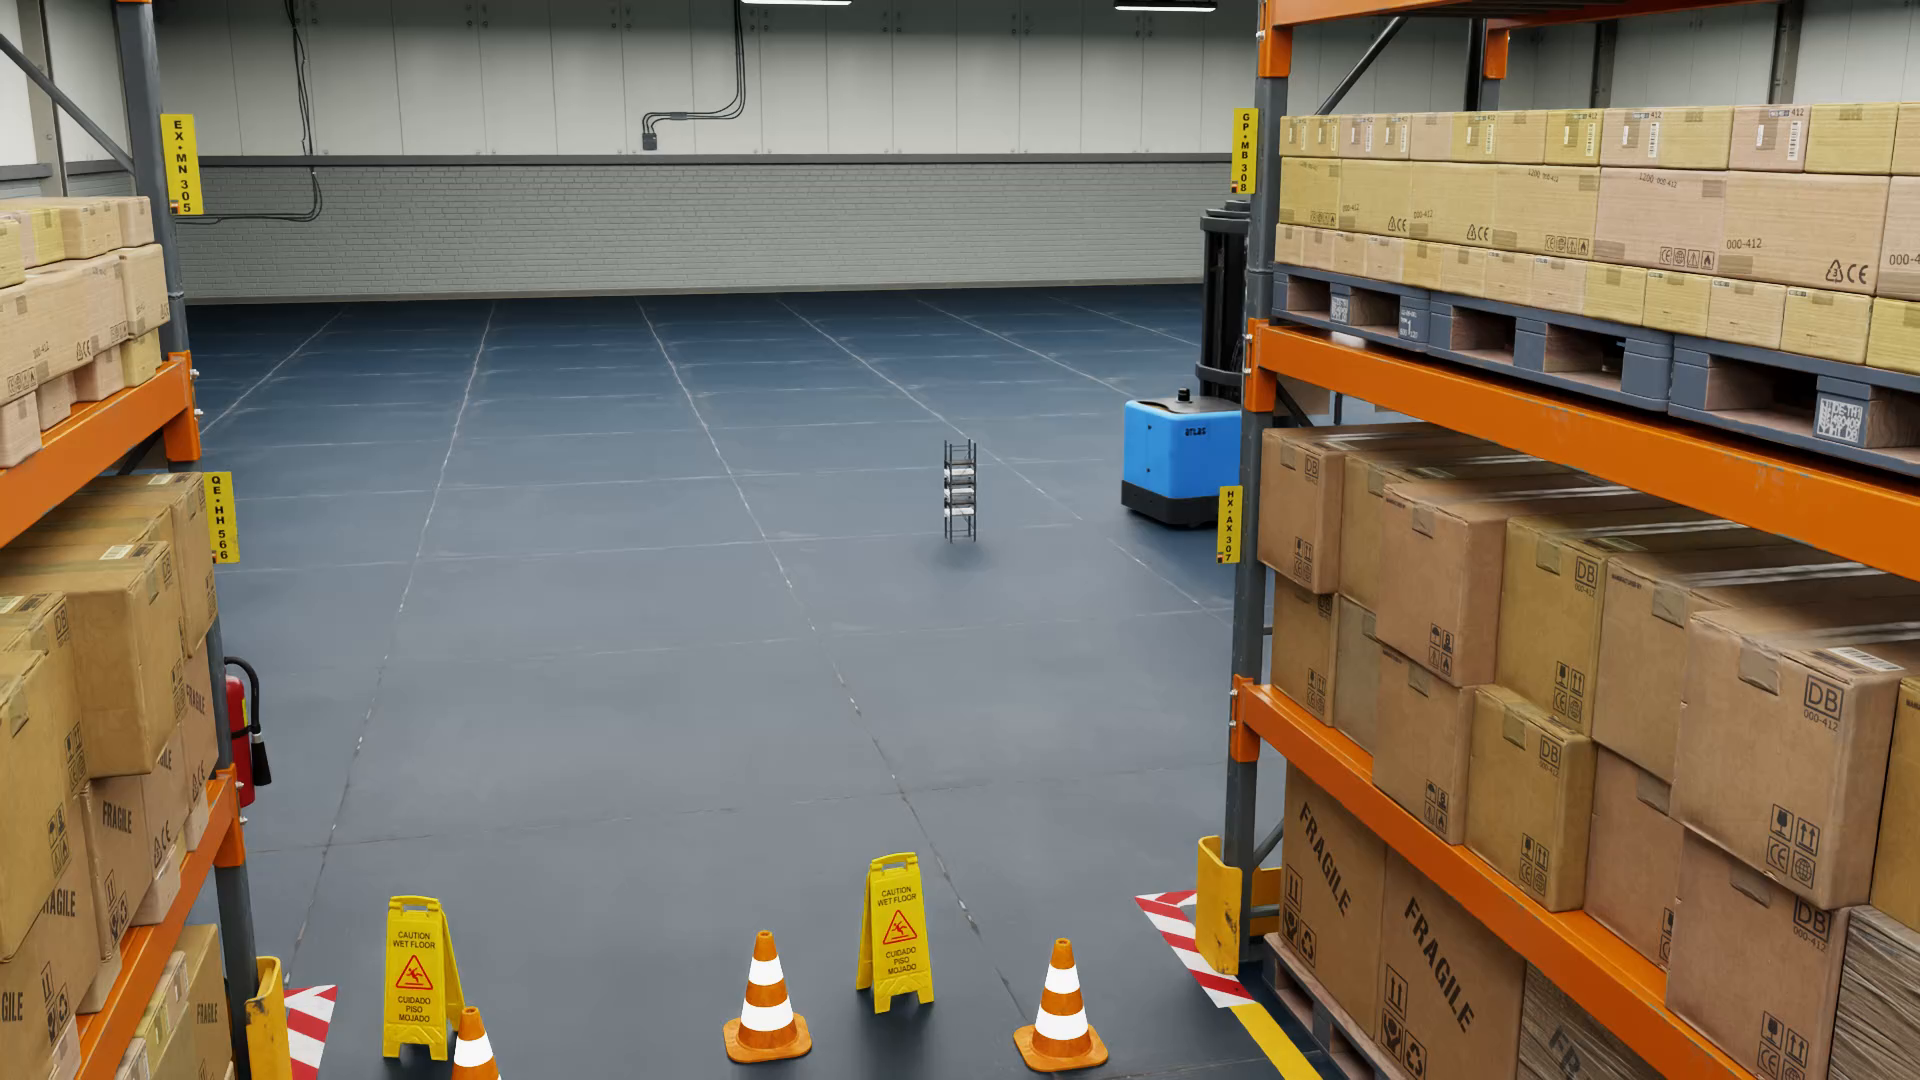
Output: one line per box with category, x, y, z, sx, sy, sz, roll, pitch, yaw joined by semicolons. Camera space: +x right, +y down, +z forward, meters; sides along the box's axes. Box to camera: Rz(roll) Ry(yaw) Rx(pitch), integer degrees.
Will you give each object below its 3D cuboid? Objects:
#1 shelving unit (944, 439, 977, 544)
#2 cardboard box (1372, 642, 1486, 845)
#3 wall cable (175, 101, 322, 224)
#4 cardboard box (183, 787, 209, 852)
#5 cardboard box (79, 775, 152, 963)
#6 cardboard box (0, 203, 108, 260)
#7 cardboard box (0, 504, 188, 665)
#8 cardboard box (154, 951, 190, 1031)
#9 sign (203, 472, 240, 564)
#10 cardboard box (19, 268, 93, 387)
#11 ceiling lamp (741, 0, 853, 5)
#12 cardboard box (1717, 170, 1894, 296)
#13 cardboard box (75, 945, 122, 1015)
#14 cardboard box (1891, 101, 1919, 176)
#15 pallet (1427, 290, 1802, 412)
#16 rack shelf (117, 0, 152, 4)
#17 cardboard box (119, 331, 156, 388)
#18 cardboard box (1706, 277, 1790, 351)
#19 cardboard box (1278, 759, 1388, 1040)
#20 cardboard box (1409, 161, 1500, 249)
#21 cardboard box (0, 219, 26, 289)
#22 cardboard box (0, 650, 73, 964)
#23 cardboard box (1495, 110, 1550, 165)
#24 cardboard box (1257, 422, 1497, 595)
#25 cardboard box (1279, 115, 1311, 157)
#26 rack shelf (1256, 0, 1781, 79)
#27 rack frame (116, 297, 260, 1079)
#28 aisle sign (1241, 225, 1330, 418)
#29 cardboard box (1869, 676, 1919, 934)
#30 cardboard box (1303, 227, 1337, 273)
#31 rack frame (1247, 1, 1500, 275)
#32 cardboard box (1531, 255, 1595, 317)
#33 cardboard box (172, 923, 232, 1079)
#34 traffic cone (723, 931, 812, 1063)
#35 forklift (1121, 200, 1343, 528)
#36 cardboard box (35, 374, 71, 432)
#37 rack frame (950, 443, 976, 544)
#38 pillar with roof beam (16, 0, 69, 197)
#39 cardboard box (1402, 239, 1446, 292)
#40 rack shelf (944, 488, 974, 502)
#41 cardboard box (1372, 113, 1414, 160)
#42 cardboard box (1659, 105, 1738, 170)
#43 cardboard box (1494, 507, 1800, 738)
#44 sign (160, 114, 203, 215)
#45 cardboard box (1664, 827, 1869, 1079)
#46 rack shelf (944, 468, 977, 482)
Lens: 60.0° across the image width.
shelving unit;0.002;-0.435;14.813;0.258;0.900;0.210;-3;14;-13
cardboard box;1.947;0.638;5.679;0.875;0.550;0.550;-3;14;-13
wall cable;-15.120;-7.926;34.953;3.097;2.526;0.112;-3;14;-13
cardboard box;-2.669;0.914;5.395;0.380;0.149;0.250;-3;14;-14
cardboard box;-2.509;0.813;4.440;0.500;0.500;0.500;-3;14;-13
cardboard box;-2.664;-0.876;4.722;0.380;0.149;0.250;-3;14;-14
cardboard box;-2.688;0.209;4.806;0.700;0.500;0.500;-3;14;-13
cardboard box;-2.539;1.369;4.966;0.380;0.149;0.250;-3;14;-12
sign;-2.587;-0.077;5.817;0.100;0.325;0.005;-3;14;-13
cardboard box;-2.506;-0.525;4.125;0.500;0.250;0.500;-3;14;-12
ceiling lamp;-3.006;-11.302;29.929;2.000;3.185;0.800;-3;14;-13
cardboard box;2.112;-0.709;3.780;0.500;0.250;0.500;-3;14;-13
cardboard box;-2.467;1.153;4.418;0.380;0.149;0.250;-3;14;-14
cardboard box;2.141;-0.811;3.361;0.380;0.149;0.250;-3;14;-13
pallet;2.131;-0.596;4.911;1.003;0.211;1.213;-3;14;-13
rack shelf;-2.662;-1.437;3.369;1.077;0.370;4.000;-3;14;-13
cardboard box;-2.686;-0.548;5.057;0.380;0.149;0.250;-3;14;-13
cardboard box;2.018;-0.542;3.938;0.380;0.149;0.250;-3;14;-13
cardboard box;1.880;1.347;6.686;0.875;0.875;0.875;-3;14;-13
cardboard box;1.760;-1.056;5.204;0.500;0.250;0.500;-3;14;-14
cardboard box;-2.372;-0.644;3.771;0.380;0.149;0.250;-3;14;-12
cardboard box;-2.275;0.559;3.374;0.700;0.500;0.500;-4;14;-14
cardboard box;1.783;-1.162;4.796;0.380;0.149;0.250;-3;14;-12
cardboard box;1.706;-0.144;6.603;0.875;0.550;0.550;-3;14;-13
cardboard box;1.425;-1.514;6.238;0.380;0.149;0.250;-3;14;-13
rack shelf;2.126;-1.543;4.641;1.077;0.370;4.000;-3;14;-13
rack frame;-3.132;0.665;5.884;1.000;3.000;0.127;-3;14;-13
aisle sign;1.348;-0.896;6.799;0.394;0.787;0.004;-3;14;-13
cardboard box;2.542;0.604;3.542;0.875;0.550;0.550;-3;14;-13
cardboard box;1.486;-1.066;6.083;0.380;0.149;0.250;-3;14;-13
rack frame;1.656;-2.548;6.397;1.000;3.000;0.127;-3;14;-13
cardboard box;1.840;-0.717;4.656;0.380;0.149;0.250;-3;14;-13
cardboard box;-2.690;1.603;5.374;0.500;0.500;0.500;-3;14;-13
traffic cone;-0.778;1.785;6.648;0.336;0.463;0.334;-3;14;-13
forklift;3.122;-1.741;15.879;3.031;2.935;1.130;-6;15;-22
cardboard box;-2.557;-0.367;4.320;0.380;0.149;0.250;-3;14;-14
rack frame;0.026;-0.412;14.717;0.240;0.900;0.006;-3;14;-13
pillar with roof beam;-10.120;-7.537;26.817;9.100;9.000;0.400;-3;14;-13
cardboard box;1.663;-0.892;5.370;0.380;0.149;0.250;-3;14;-13
rack shelf;0.002;-0.403;14.820;0.258;0.077;0.200;-3;14;-13
cardboard box;1.602;-1.339;5.521;0.380;0.149;0.250;-3;14;-13
cardboard box;1.961;-0.987;4.078;0.380;0.149;0.250;-3;14;-13
cardboard box;2.175;0.230;5.075;0.875;0.550;0.500;-3;14;-13
sign;-2.587;-1.248;5.531;0.100;0.325;0.005;-3;14;-13
cardboard box;2.346;1.006;4.174;0.875;0.550;0.550;-3;14;-13
rack shelf;0.002;-0.578;14.778;0.258;0.077;0.200;-3;14;-13
